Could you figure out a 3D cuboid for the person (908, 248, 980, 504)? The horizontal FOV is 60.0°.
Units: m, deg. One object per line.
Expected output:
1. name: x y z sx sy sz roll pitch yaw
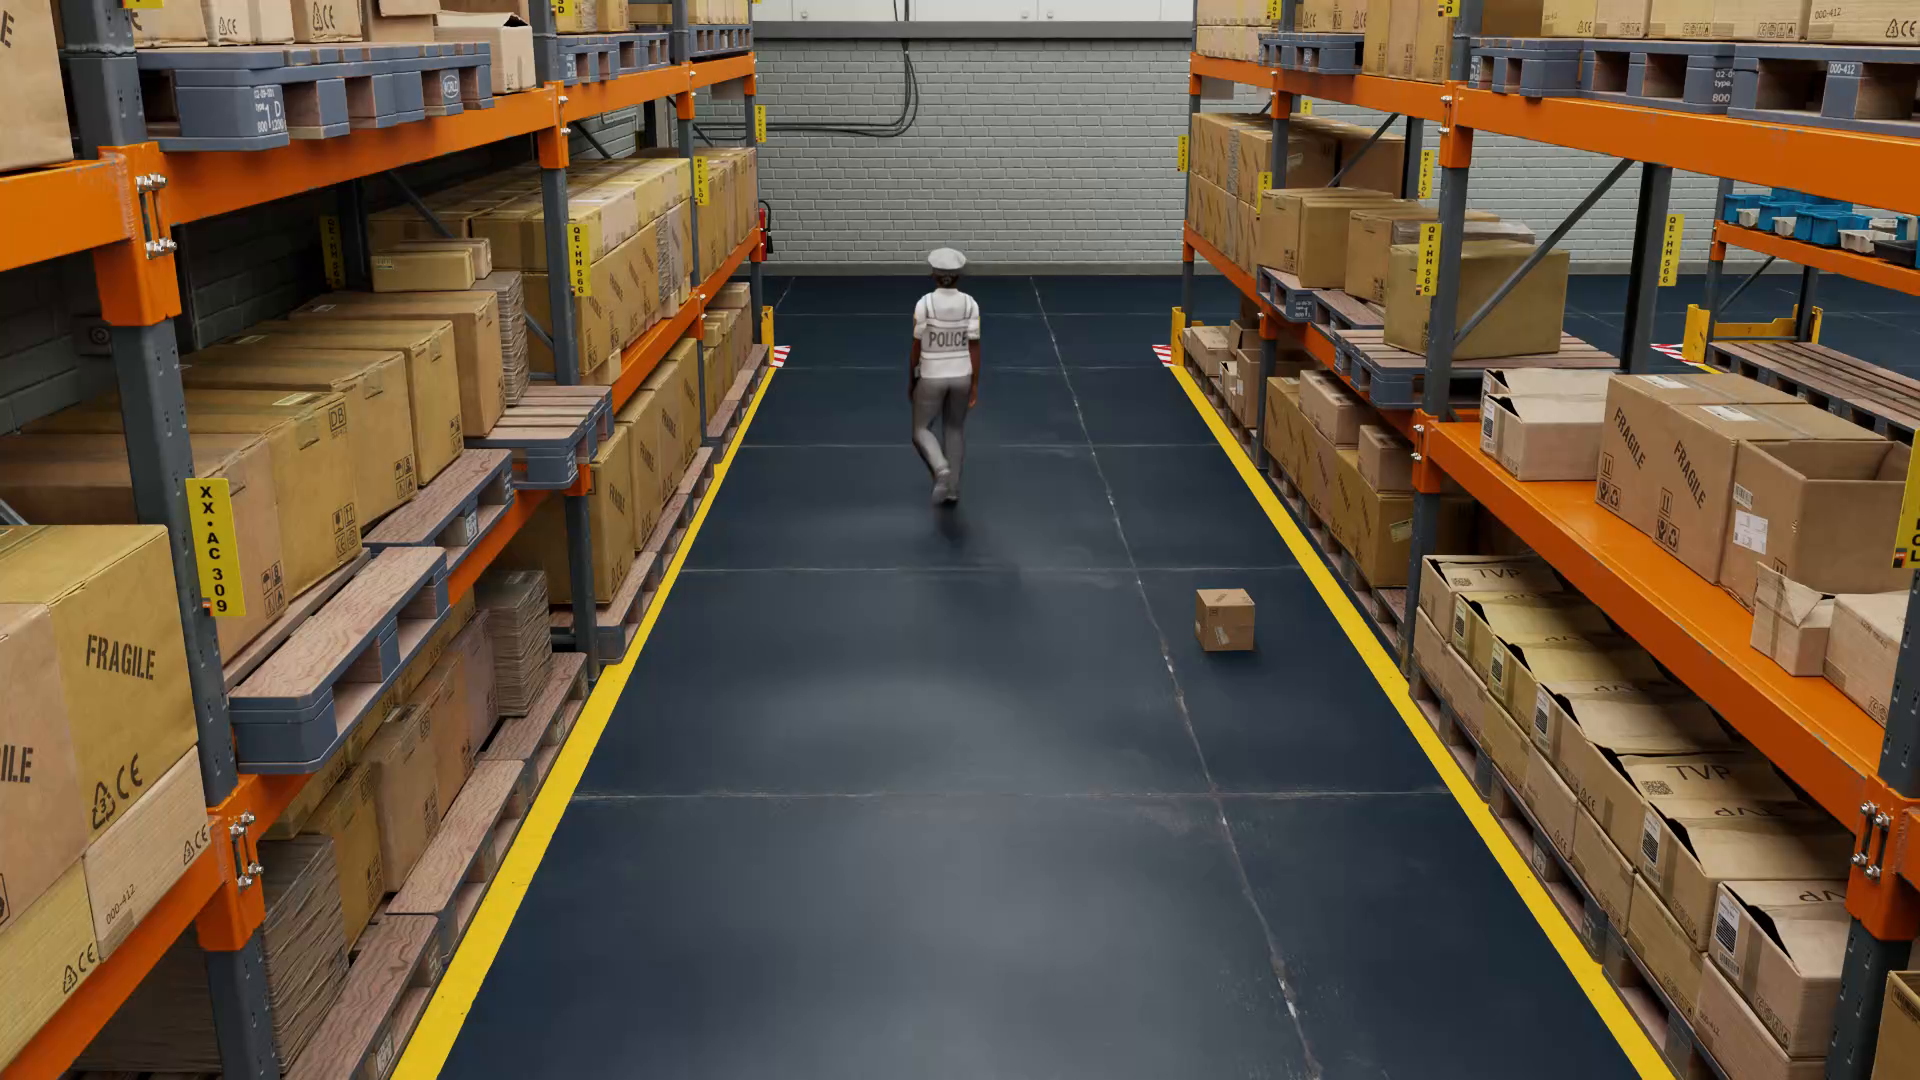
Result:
1. person: -0.097 -1.039 10.784 0.454 1.662 0.618 -5 18 -15
